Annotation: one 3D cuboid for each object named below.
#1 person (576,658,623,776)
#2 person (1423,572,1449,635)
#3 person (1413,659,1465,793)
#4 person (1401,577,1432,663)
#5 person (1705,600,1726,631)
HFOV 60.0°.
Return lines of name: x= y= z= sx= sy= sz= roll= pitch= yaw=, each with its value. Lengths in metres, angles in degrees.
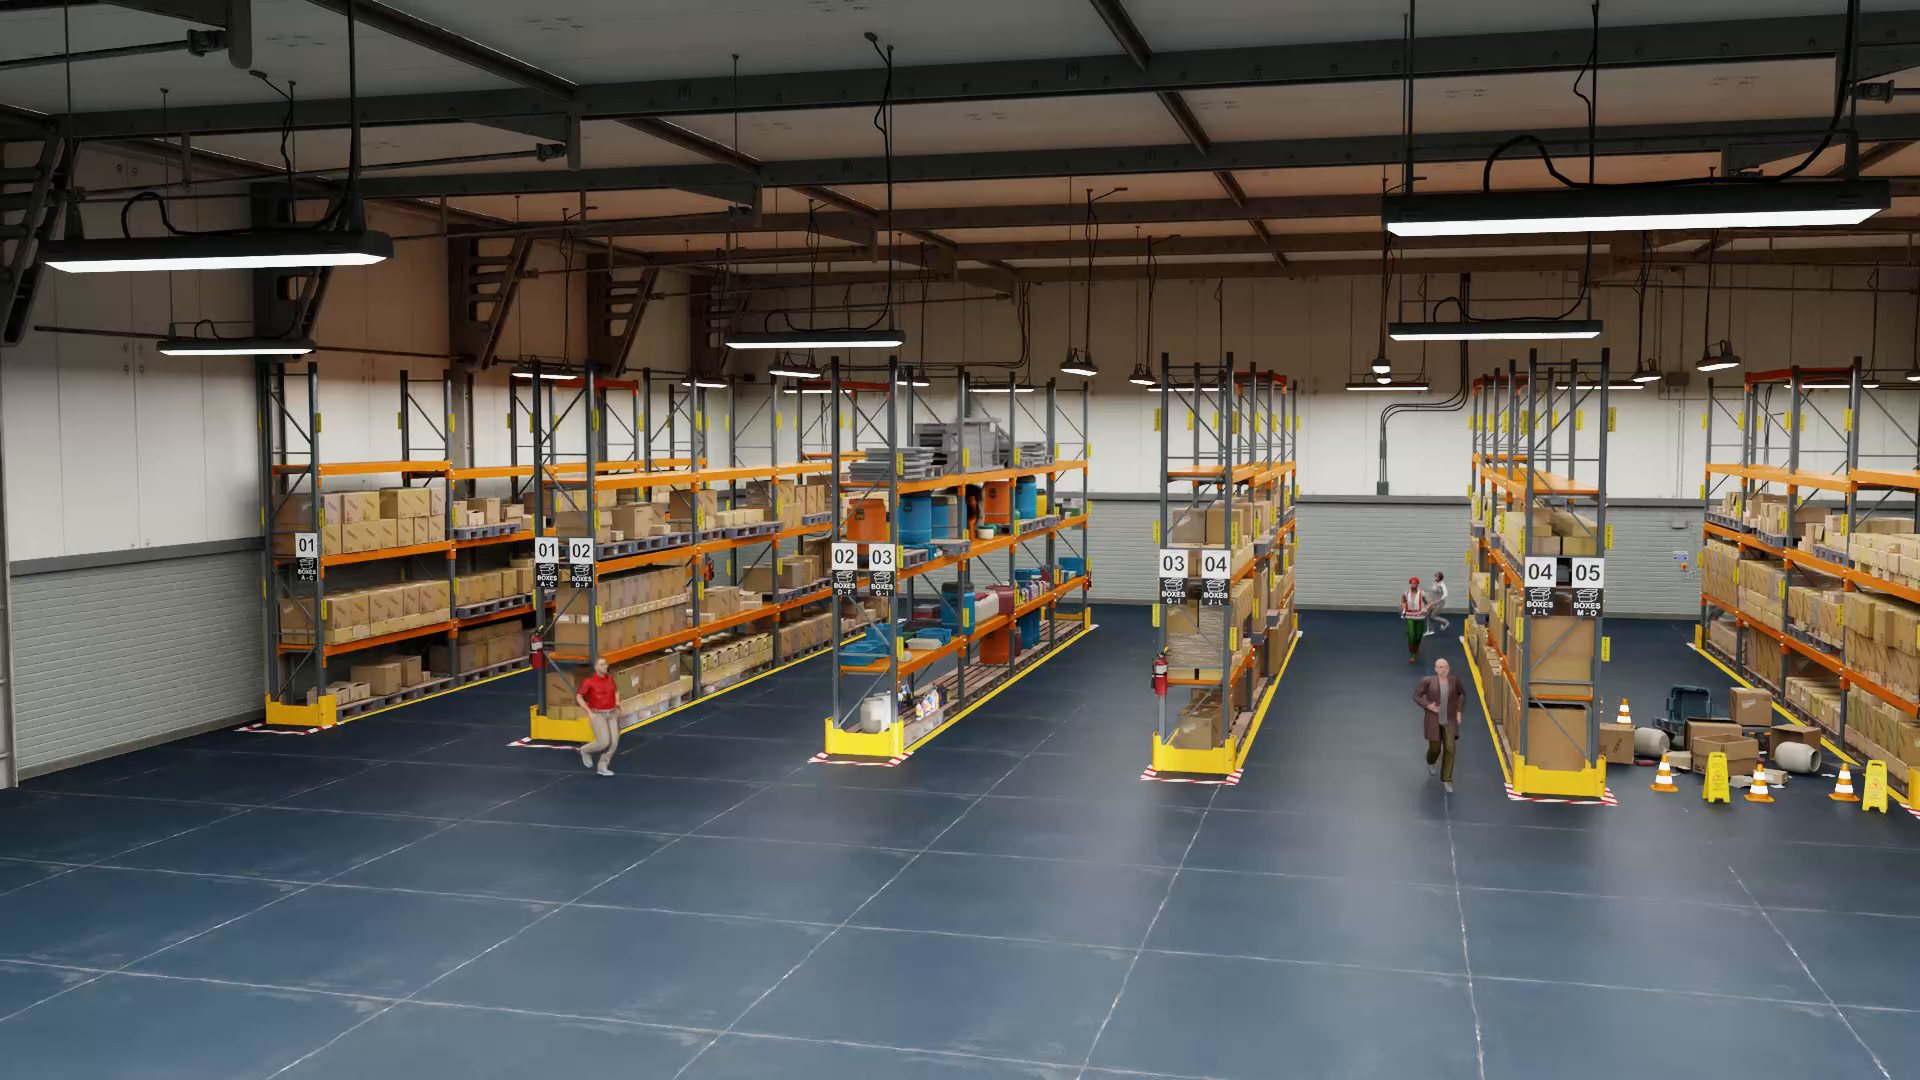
person: x=-5.084 y=2.506 z=23.611 sx=0.601 sy=1.676 sz=0.678 roll=3 pitch=5 yaw=38
person: x=11.312 y=1.507 z=39.175 sx=0.605 sy=1.532 sz=0.600 roll=-1 pitch=4 yaw=-14
person: x=6.618 y=2.519 z=22.932 sx=0.747 sy=1.789 sz=0.963 roll=0 pitch=4 yaw=4
person: x=9.585 y=1.665 z=35.001 sx=0.647 sy=1.777 sz=0.803 roll=2 pitch=4 yaw=22
person: x=17.263 y=1.455 z=38.130 sx=0.749 sy=1.742 sz=0.874 roll=-3 pitch=5 yaw=-41
